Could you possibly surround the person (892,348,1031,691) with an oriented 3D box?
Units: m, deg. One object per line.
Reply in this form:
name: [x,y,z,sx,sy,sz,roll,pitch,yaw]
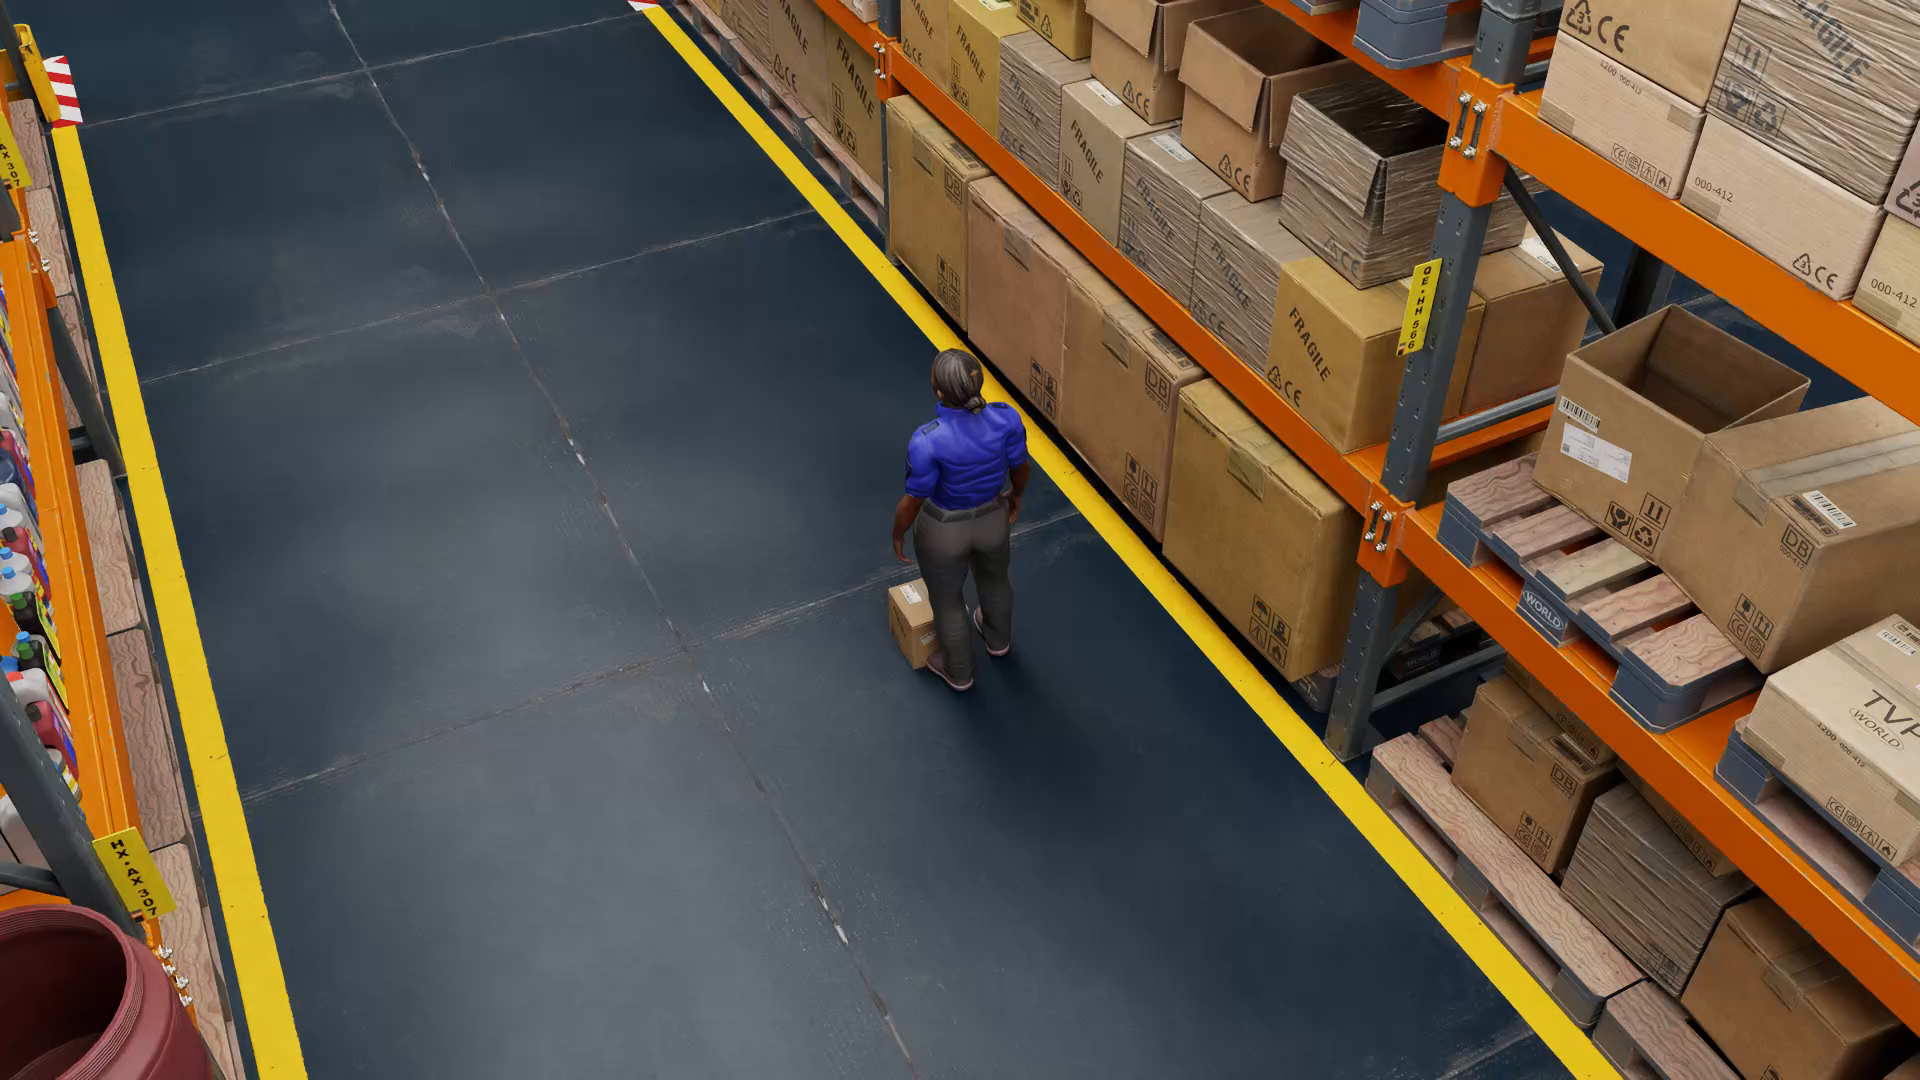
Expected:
person: [-0.014,-0.104,6.267,0.569,1.656,0.503,-17,44,-18]
